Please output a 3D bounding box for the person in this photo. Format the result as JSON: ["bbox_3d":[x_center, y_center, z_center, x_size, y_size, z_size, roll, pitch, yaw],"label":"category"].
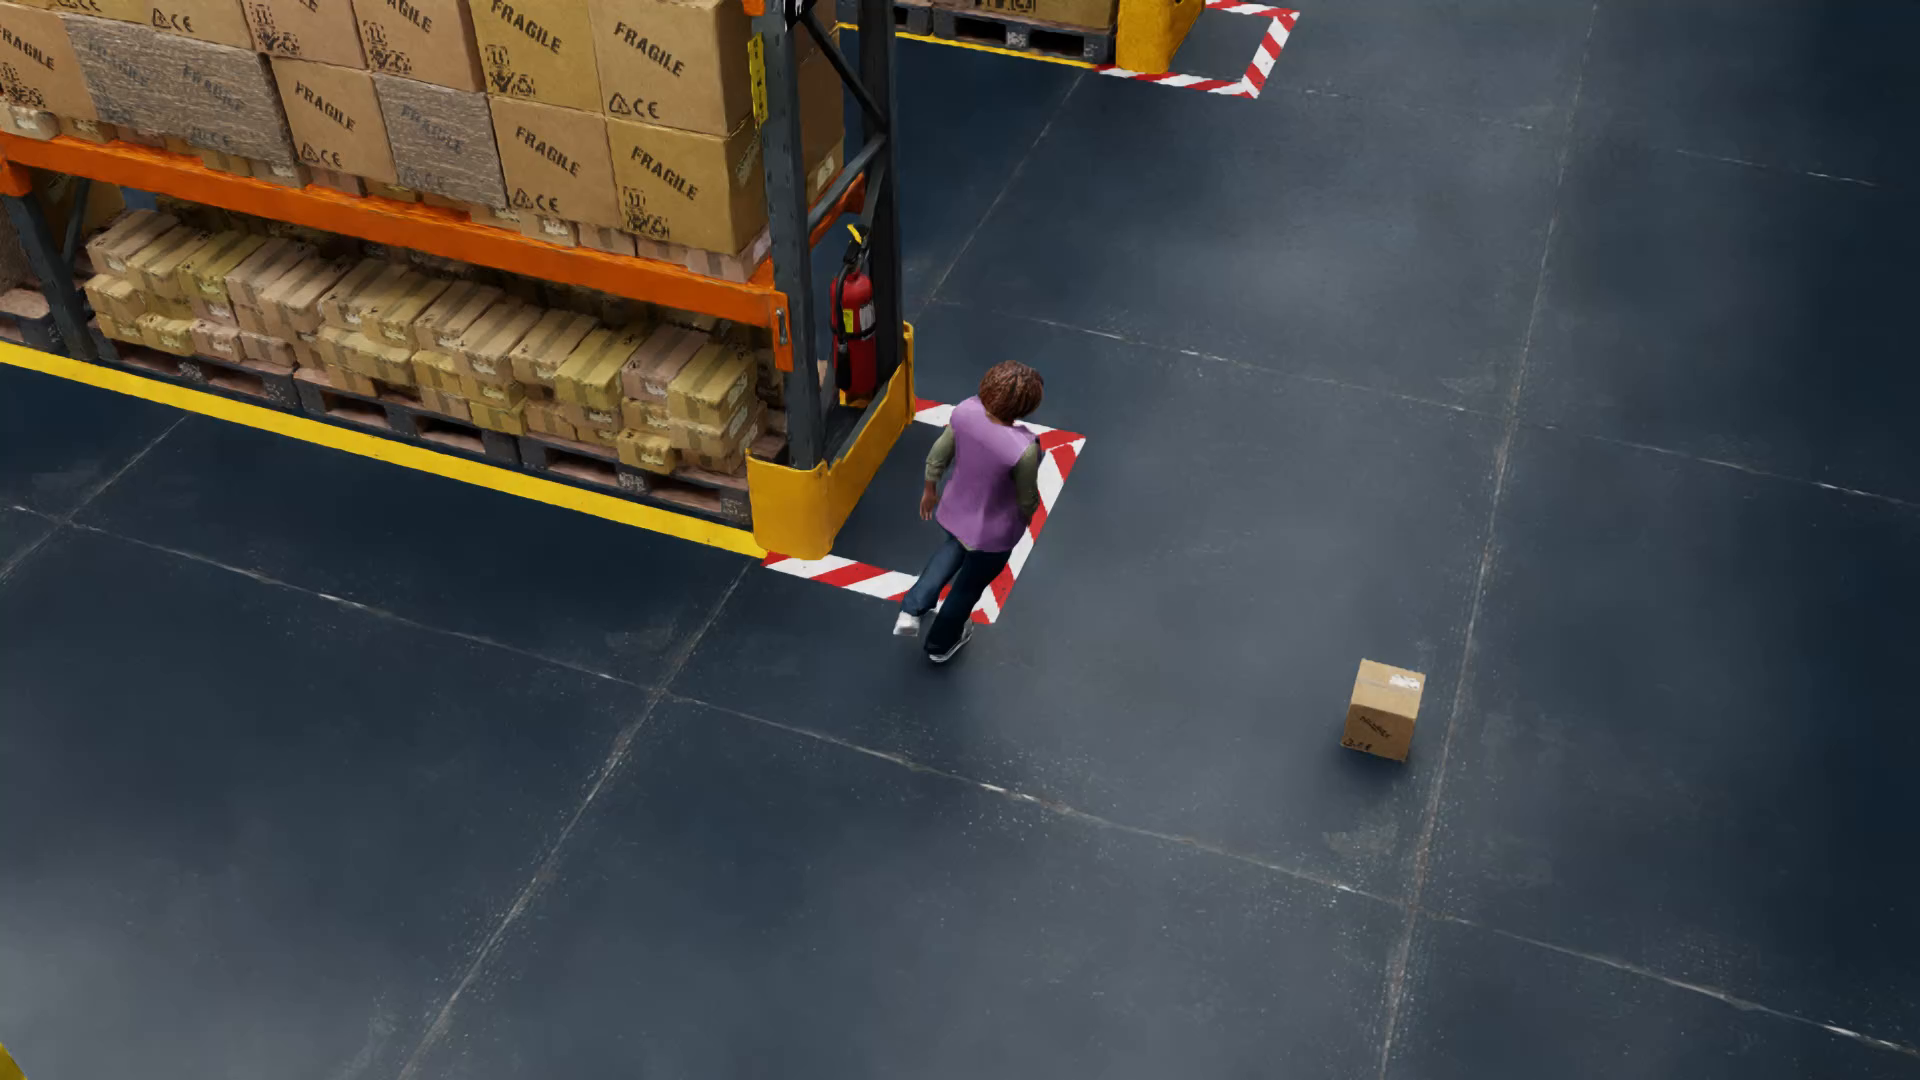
[{"bbox_3d":[0.044,-0.075,6.246,0.459,1.551,0.570,-33,52,-31],"label":"person"}]
